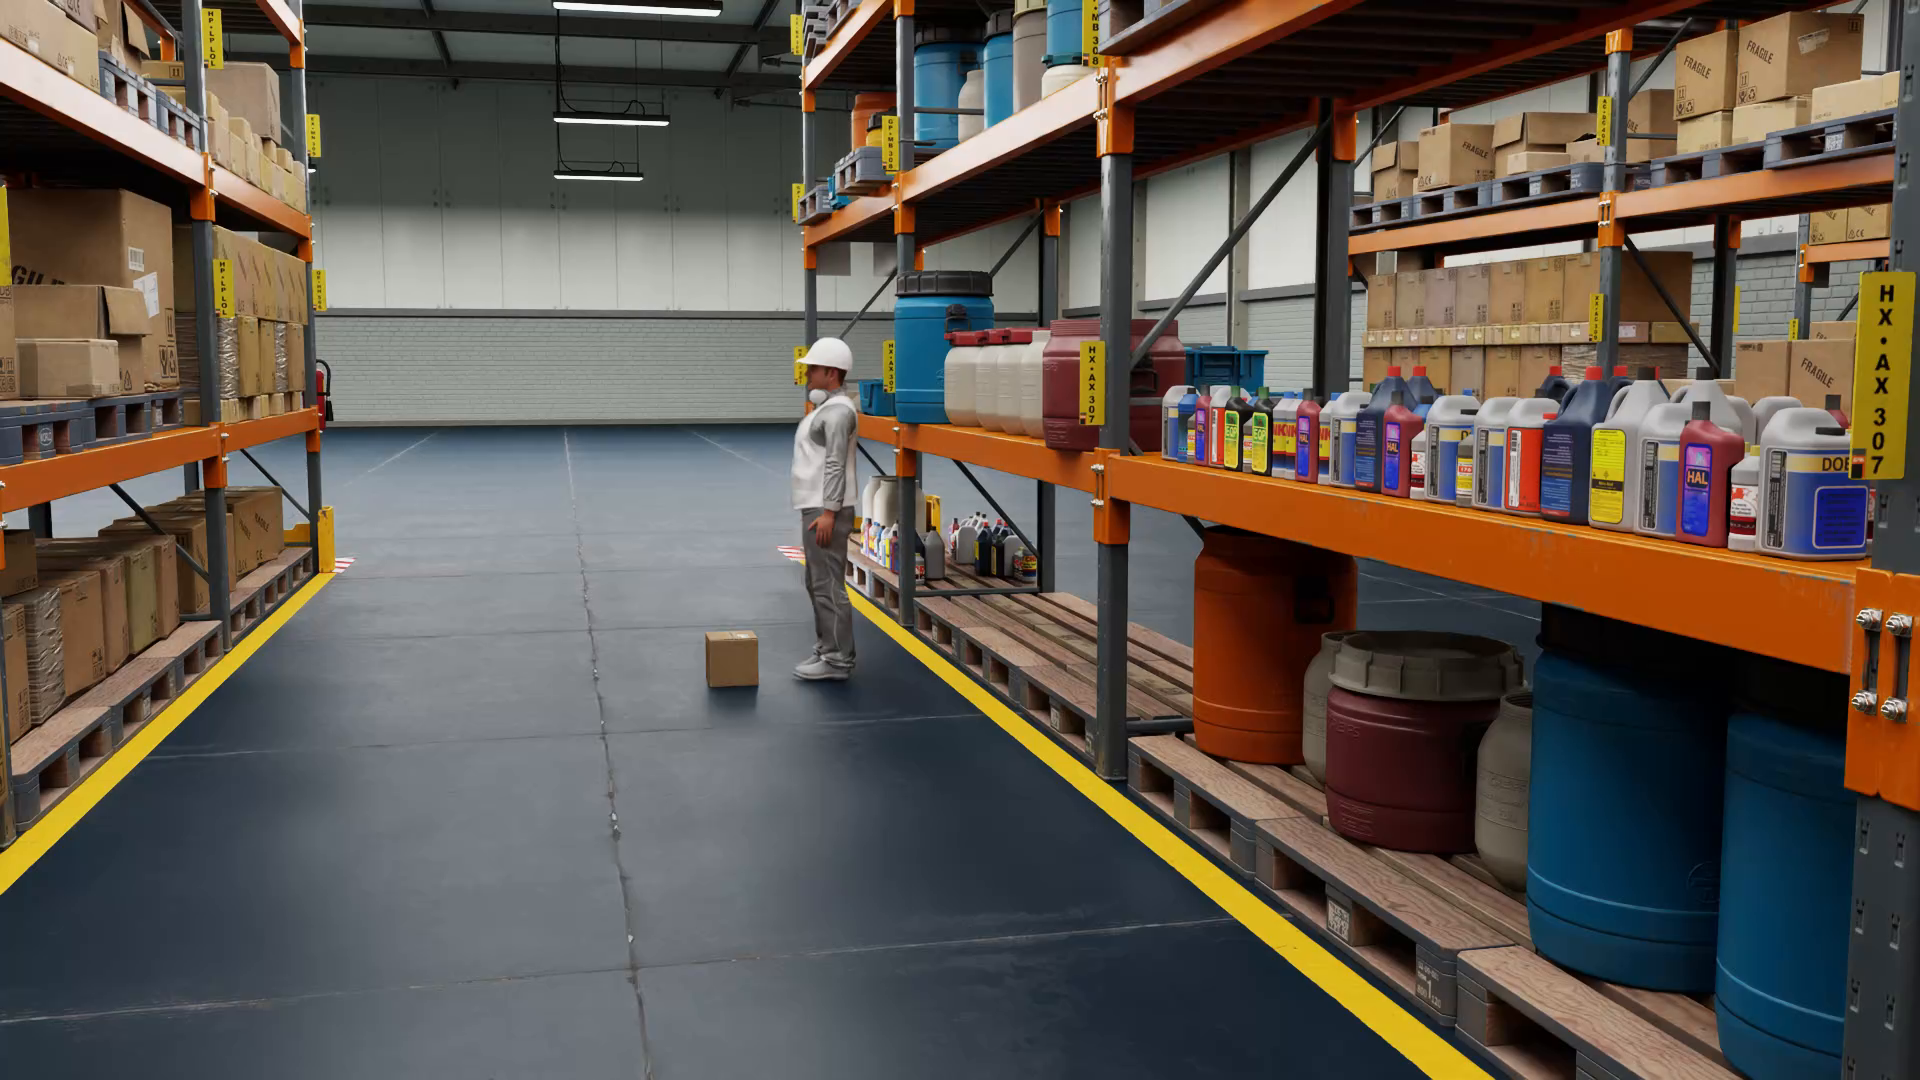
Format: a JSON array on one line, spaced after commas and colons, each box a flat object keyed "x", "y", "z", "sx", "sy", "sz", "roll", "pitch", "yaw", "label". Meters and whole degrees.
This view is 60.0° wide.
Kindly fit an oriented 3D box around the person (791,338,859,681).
[{"x": -0.710, "y": -0.151, "z": 8.745, "sx": 0.354, "sy": 1.807, "sz": 0.587, "roll": 0, "pitch": 6, "yaw": -5, "label": "person"}]
